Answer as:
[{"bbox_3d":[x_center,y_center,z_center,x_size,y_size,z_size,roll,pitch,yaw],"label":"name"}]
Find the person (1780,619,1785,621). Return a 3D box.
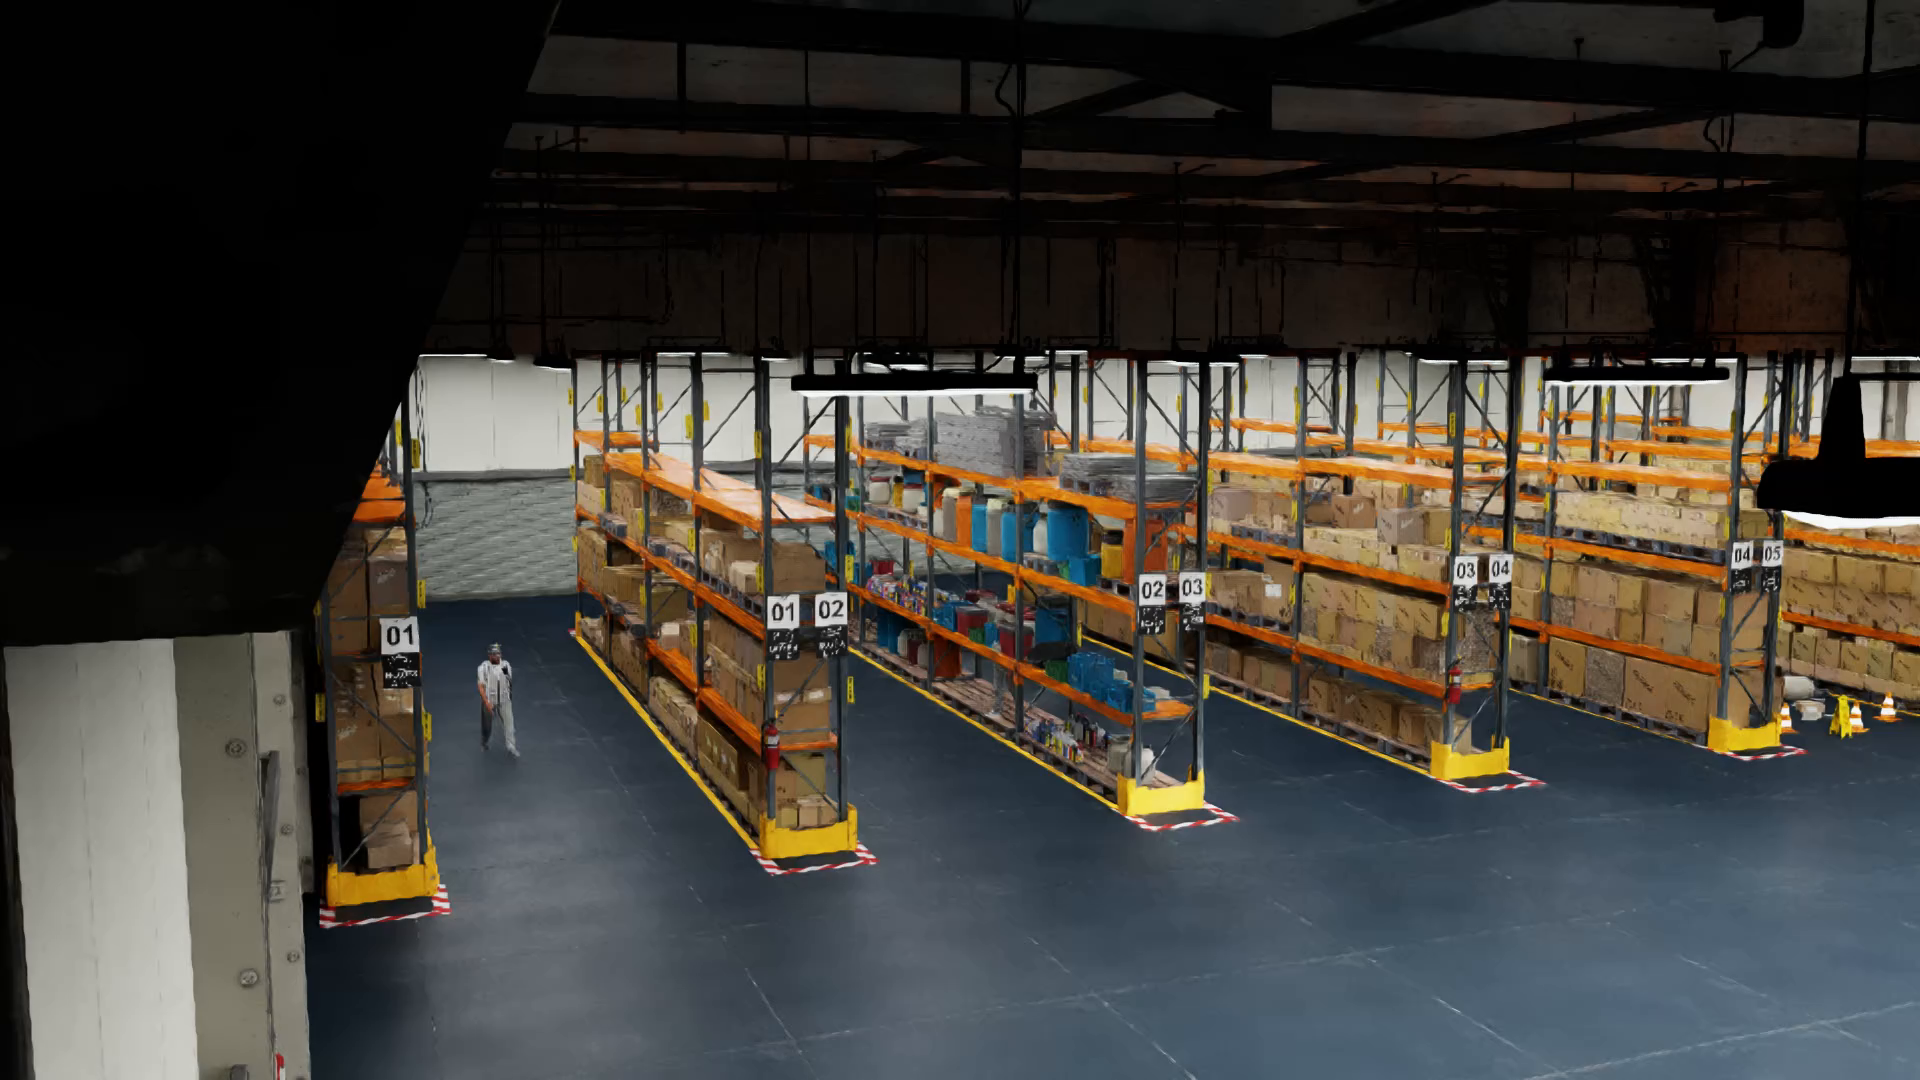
[{"bbox_3d":[16.233,1.370,32.714,0.640,1.784,0.504,6,9,38],"label":"person"}]

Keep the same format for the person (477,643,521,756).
[{"bbox_3d":[-6.965,2.376,24.922,0.536,1.707,1.037,-4,8,-29],"label":"person"}]

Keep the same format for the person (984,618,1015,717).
[{"bbox_3d":[0.711,2.035,26.486,0.562,1.586,0.578,-5,9,-33],"label":"person"}]
